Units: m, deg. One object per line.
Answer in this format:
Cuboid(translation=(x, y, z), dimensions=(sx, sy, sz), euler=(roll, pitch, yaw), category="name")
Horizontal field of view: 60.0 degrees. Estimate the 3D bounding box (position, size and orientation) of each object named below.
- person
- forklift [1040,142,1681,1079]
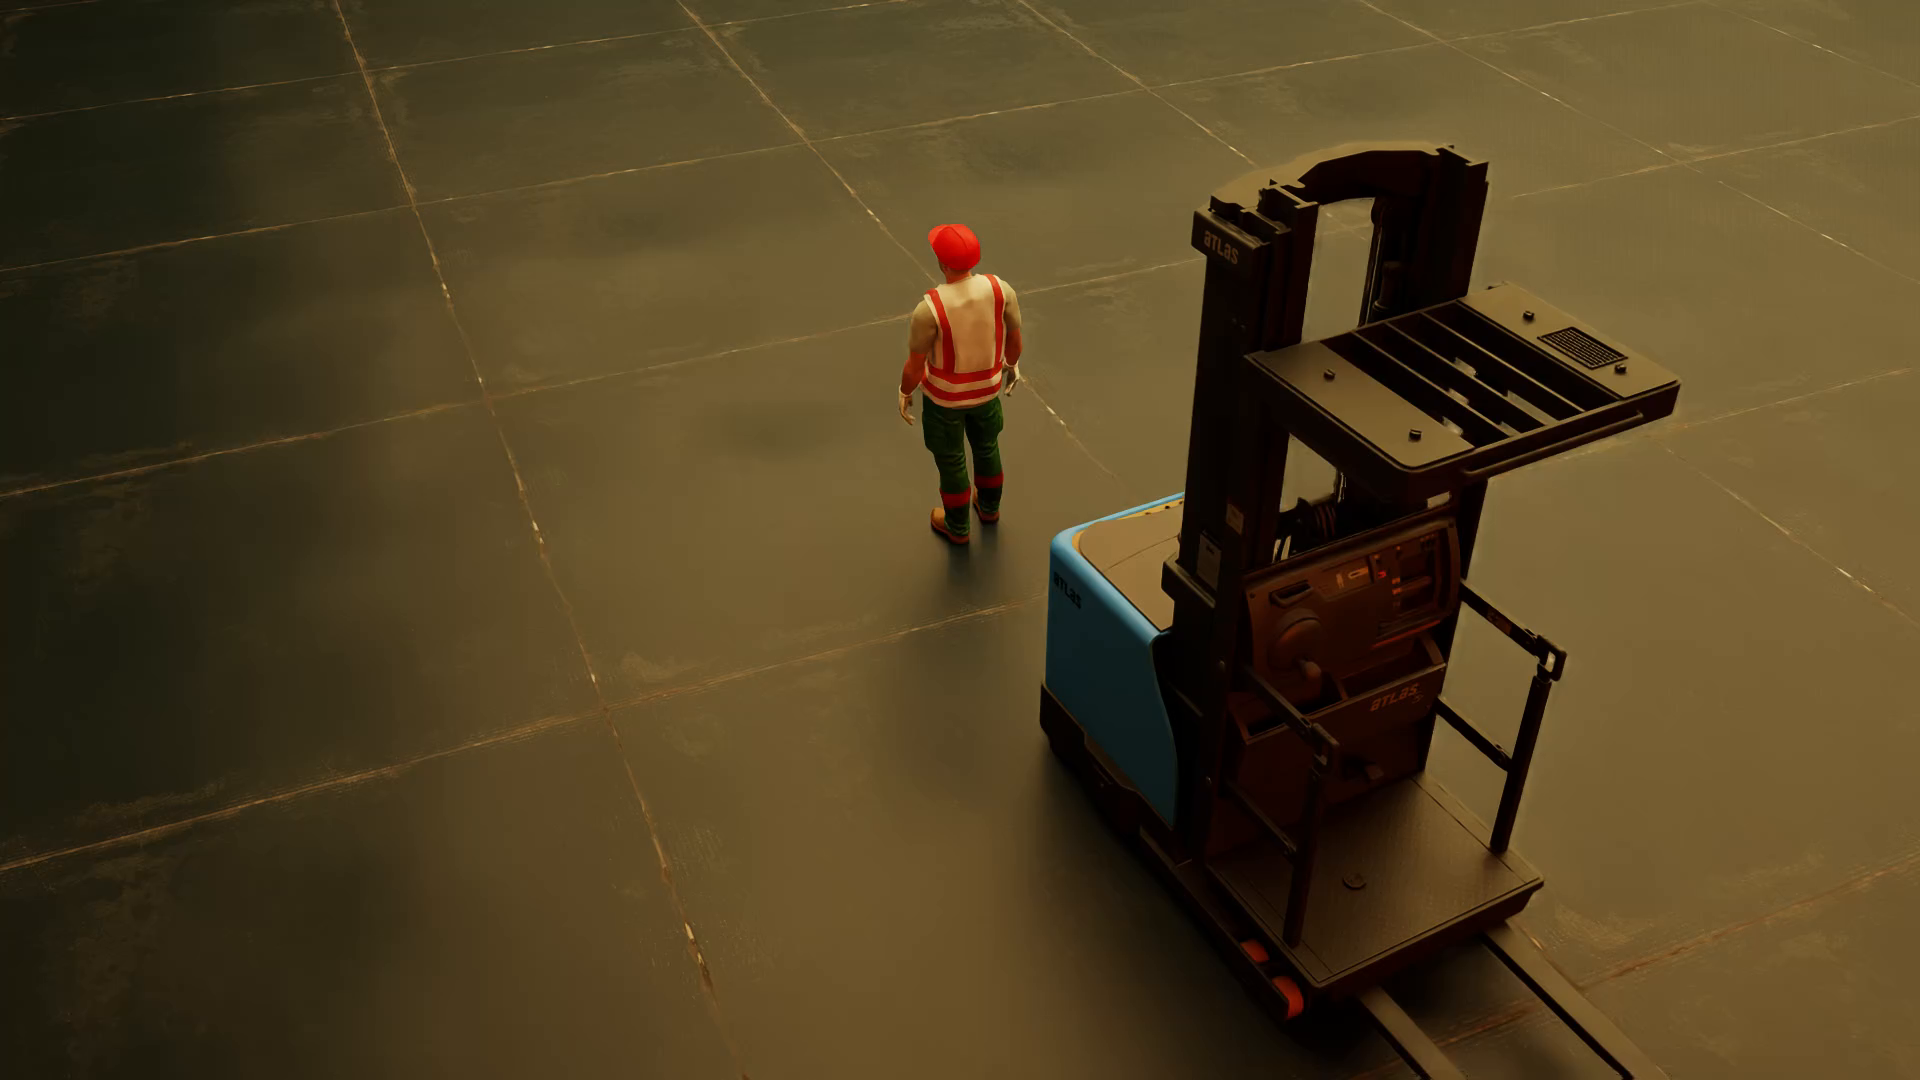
Cuboid(translation=(-0.021, -0.781, 8.170), dimensions=(0.637, 1.790, 0.562), euler=(-14, 38, -19), category="person")
Cuboid(translation=(1.496, 0.273, 5.714), dimensions=(1.130, 2.935, 3.031), euler=(-17, 39, -23), category="forklift")
